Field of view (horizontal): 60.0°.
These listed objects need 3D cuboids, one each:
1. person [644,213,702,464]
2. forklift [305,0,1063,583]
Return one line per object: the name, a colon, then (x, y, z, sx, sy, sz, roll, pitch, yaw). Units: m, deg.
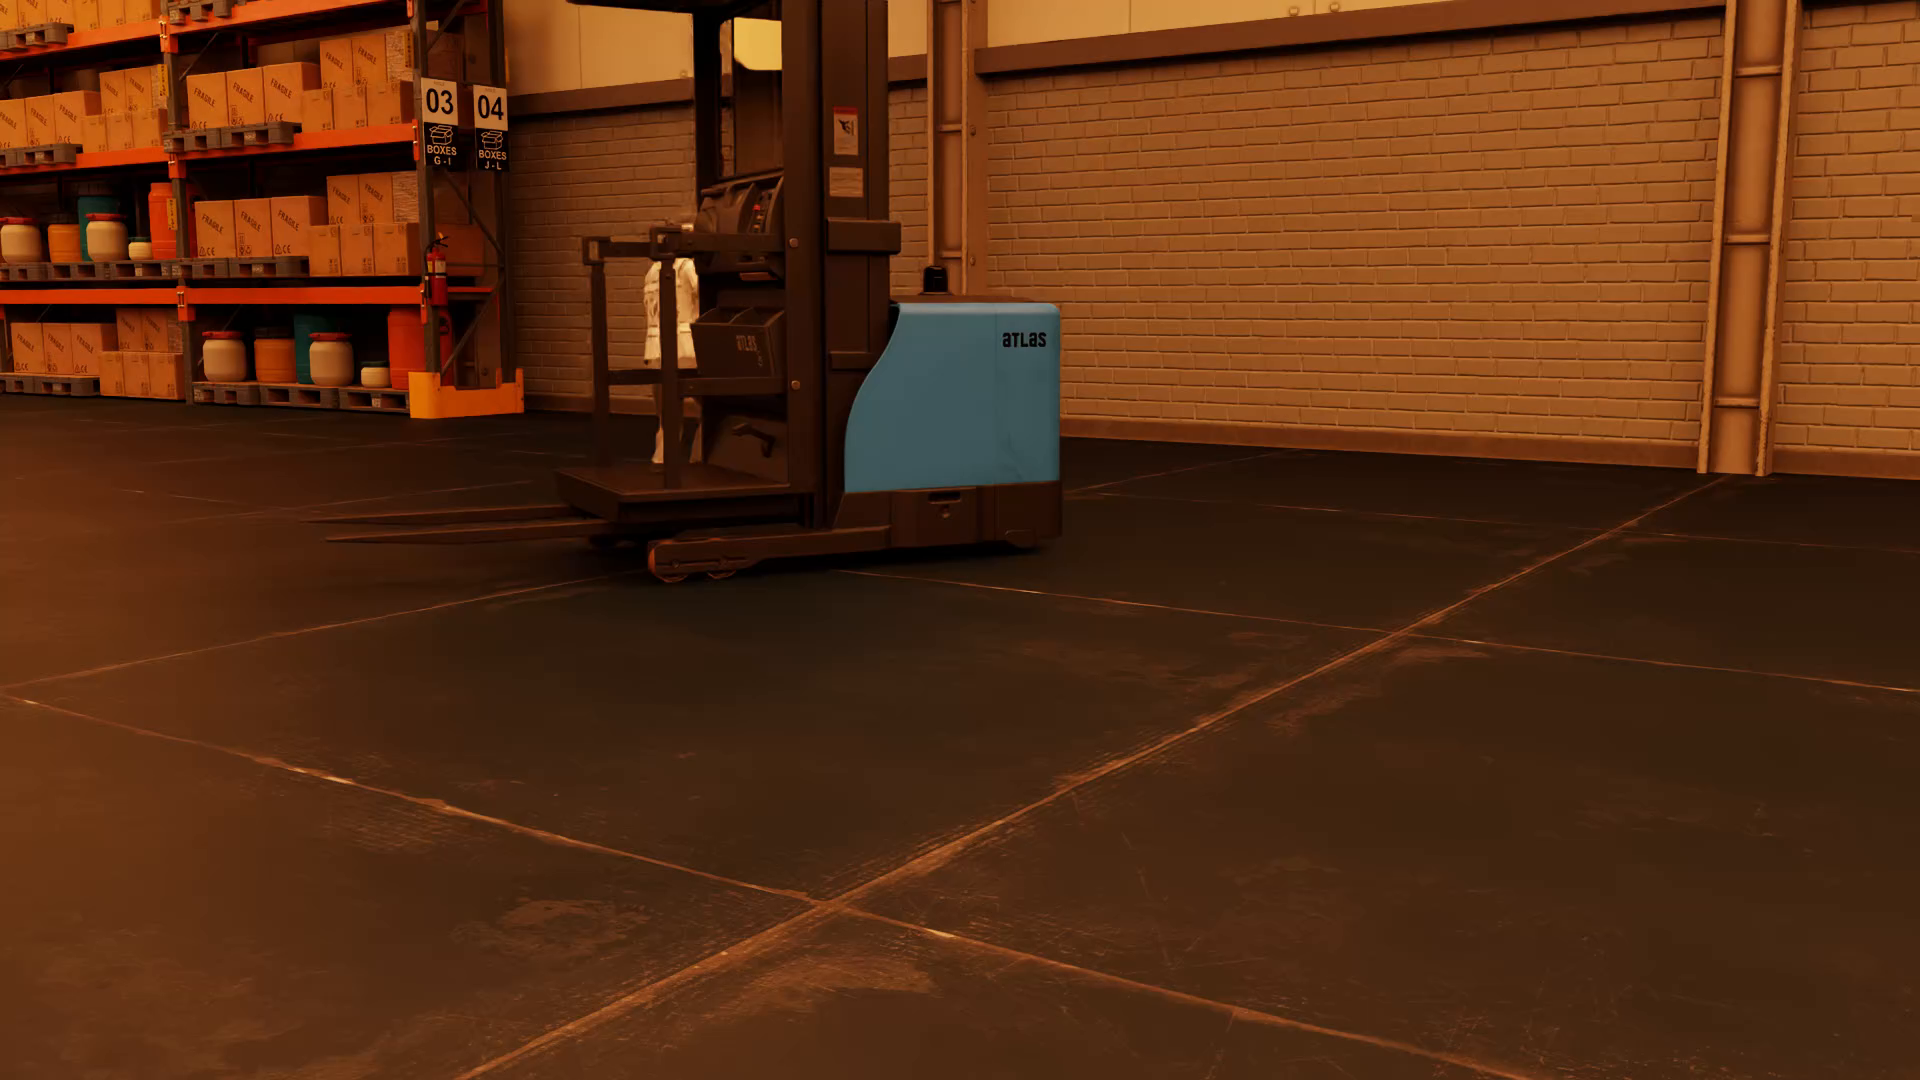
person: (-1.381, -0.981, 9.020, 0.792, 1.552, 0.793, 4, 9, 24)
forklift: (-1.101, -1.369, 6.820, 3.031, 2.935, 1.130, -4, 9, -27)
